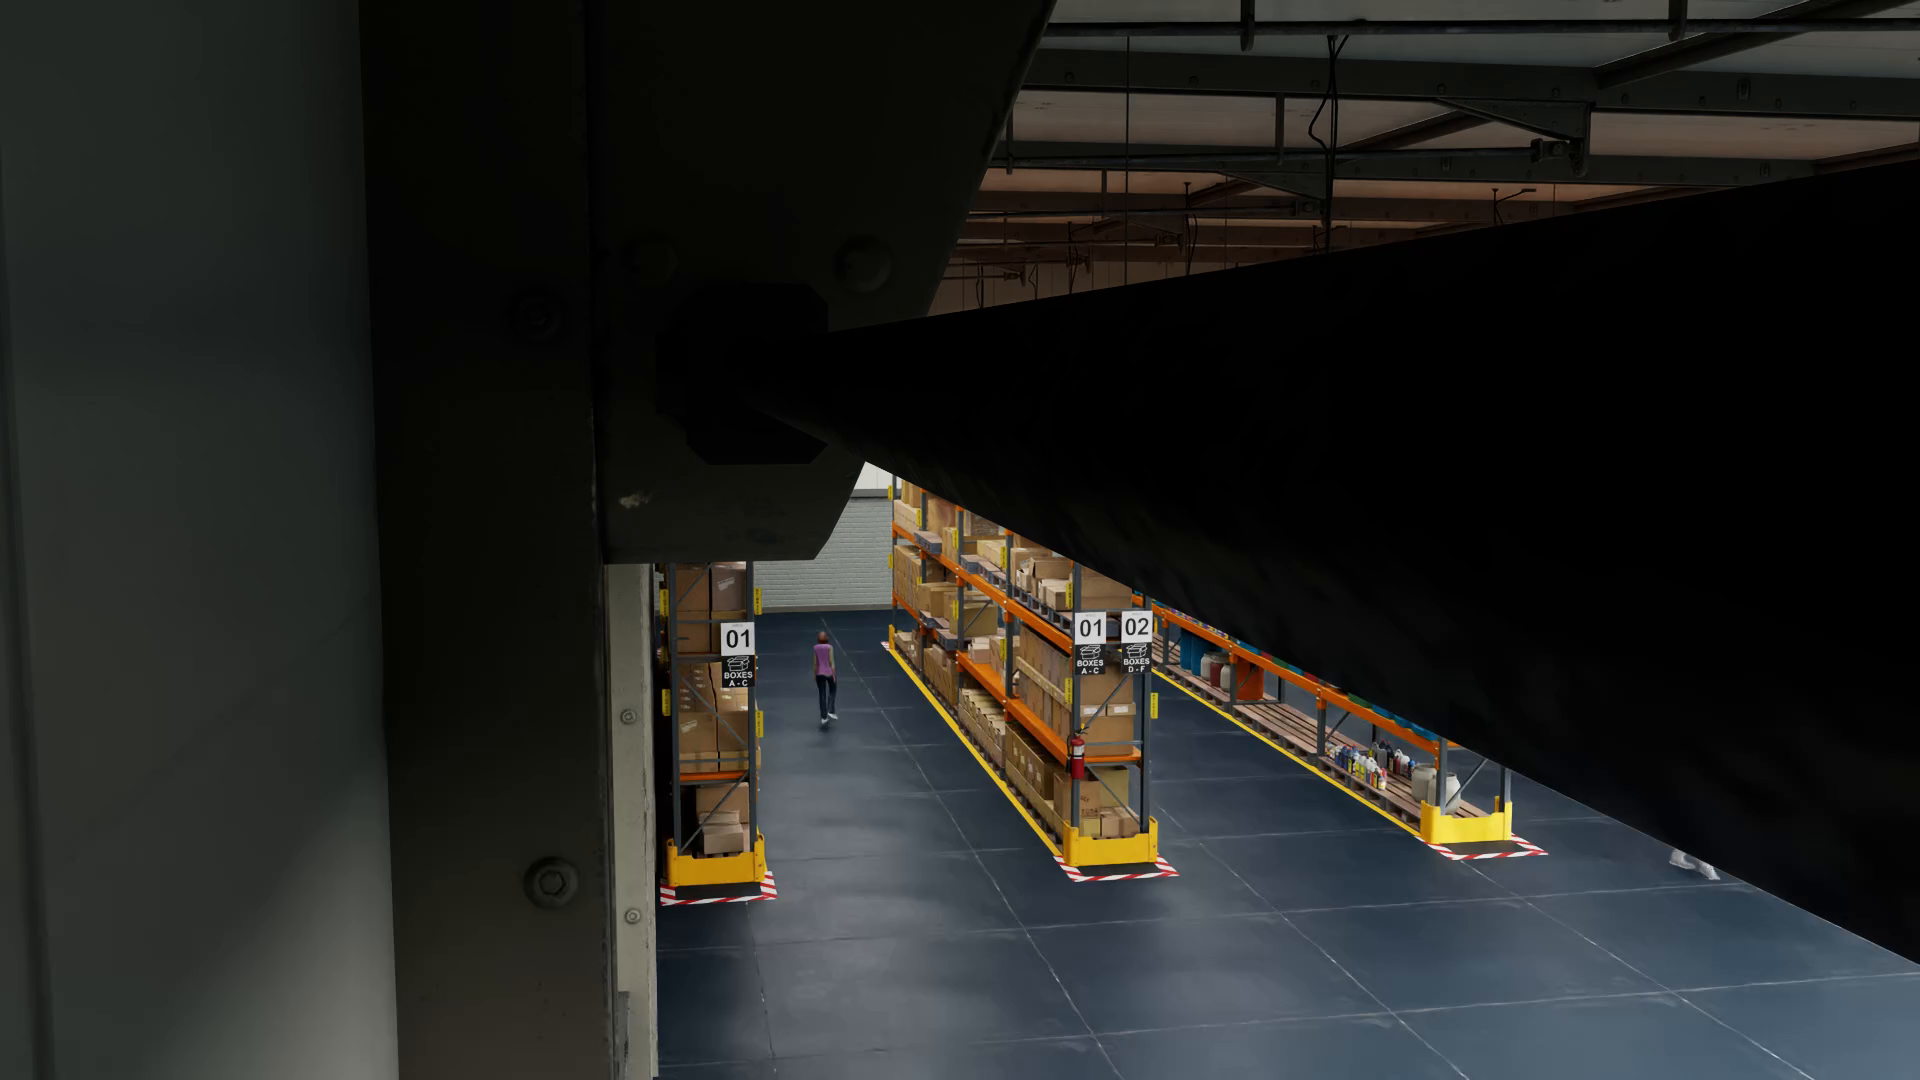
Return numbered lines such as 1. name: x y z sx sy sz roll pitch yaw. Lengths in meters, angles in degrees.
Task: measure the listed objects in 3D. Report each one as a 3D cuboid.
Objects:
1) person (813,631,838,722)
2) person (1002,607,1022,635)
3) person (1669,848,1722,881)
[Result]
1. person: -2.382 2.399 29.132 0.422 1.607 0.514 0 6 2
2. person: 1.156 1.584 36.258 0.486 1.635 0.872 -1 6 -13
3. person: 9.133 3.308 20.538 0.623 1.730 0.501 3 7 27
